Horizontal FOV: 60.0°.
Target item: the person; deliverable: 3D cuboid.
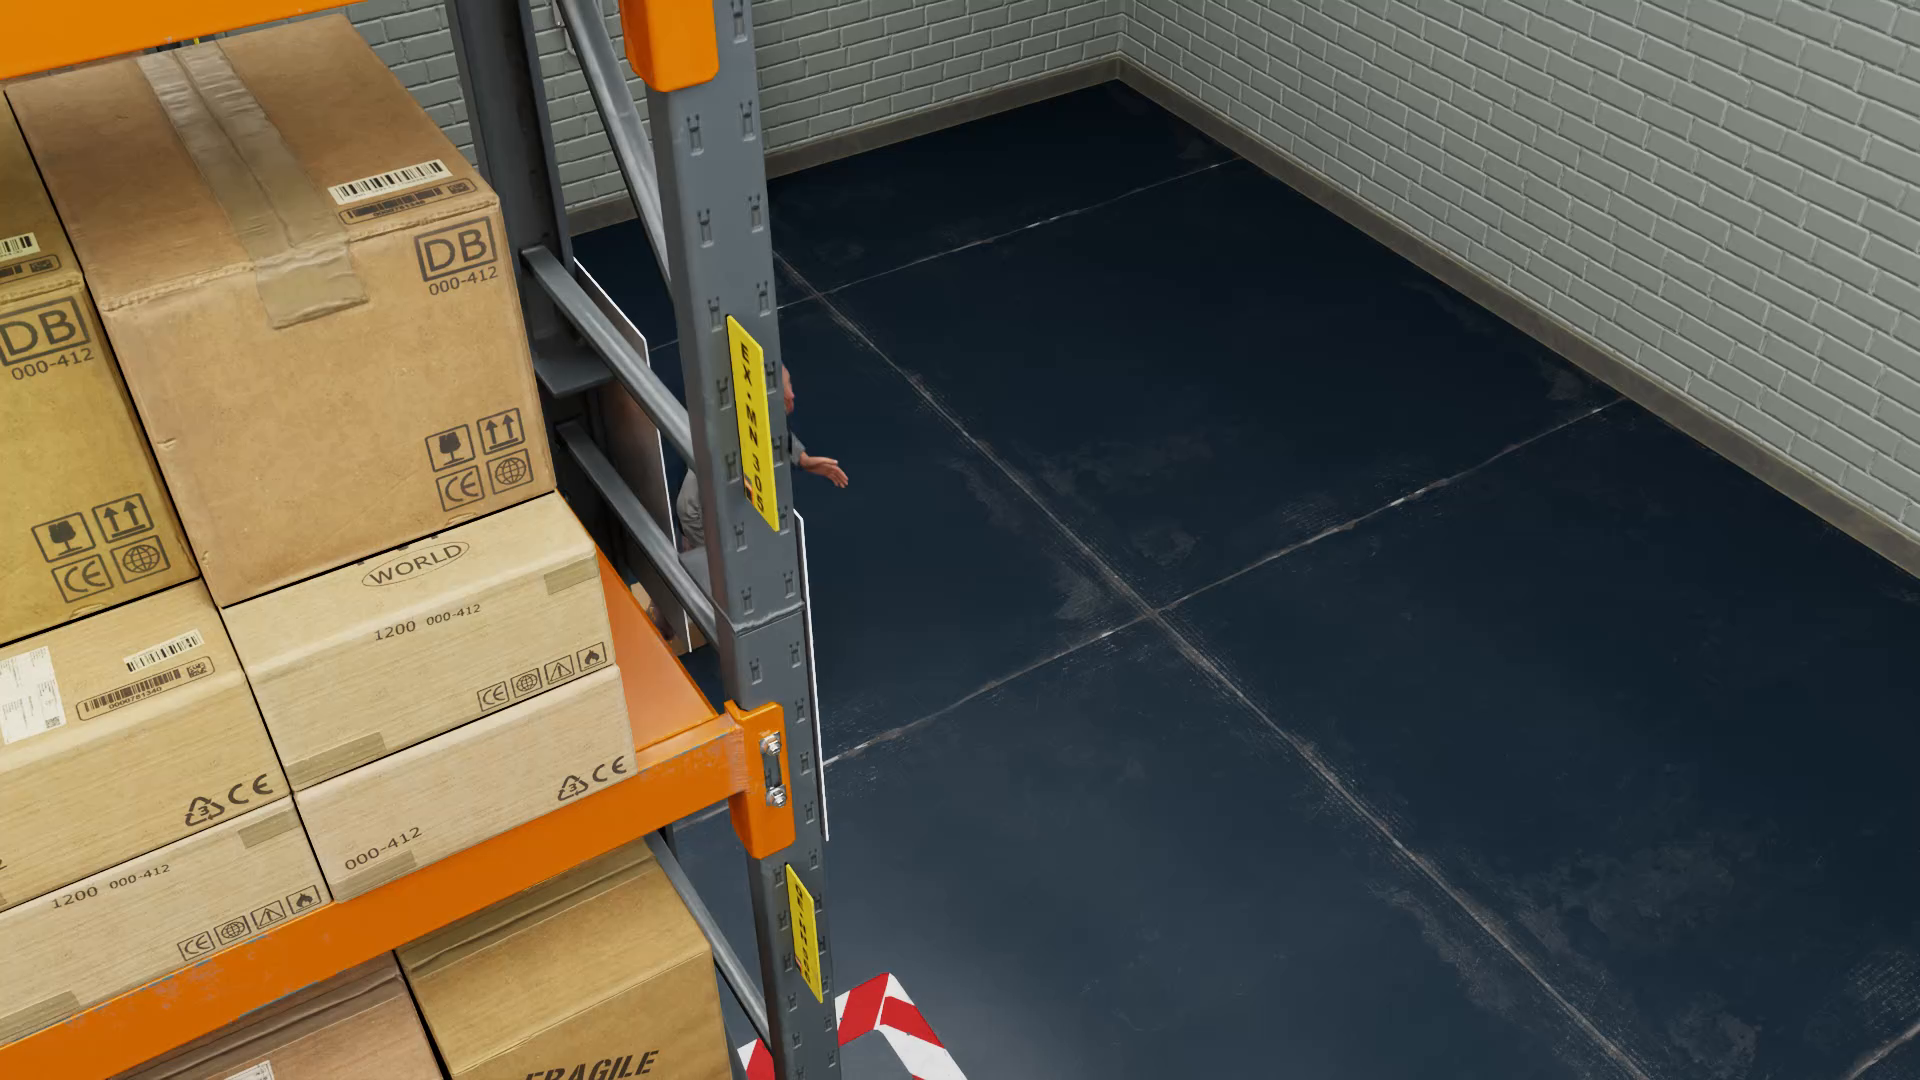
[{"bbox_3d":[-0.849,-0.072,6.313,0.866,1.656,0.701,-3,41,-4],"label":"person"}]
